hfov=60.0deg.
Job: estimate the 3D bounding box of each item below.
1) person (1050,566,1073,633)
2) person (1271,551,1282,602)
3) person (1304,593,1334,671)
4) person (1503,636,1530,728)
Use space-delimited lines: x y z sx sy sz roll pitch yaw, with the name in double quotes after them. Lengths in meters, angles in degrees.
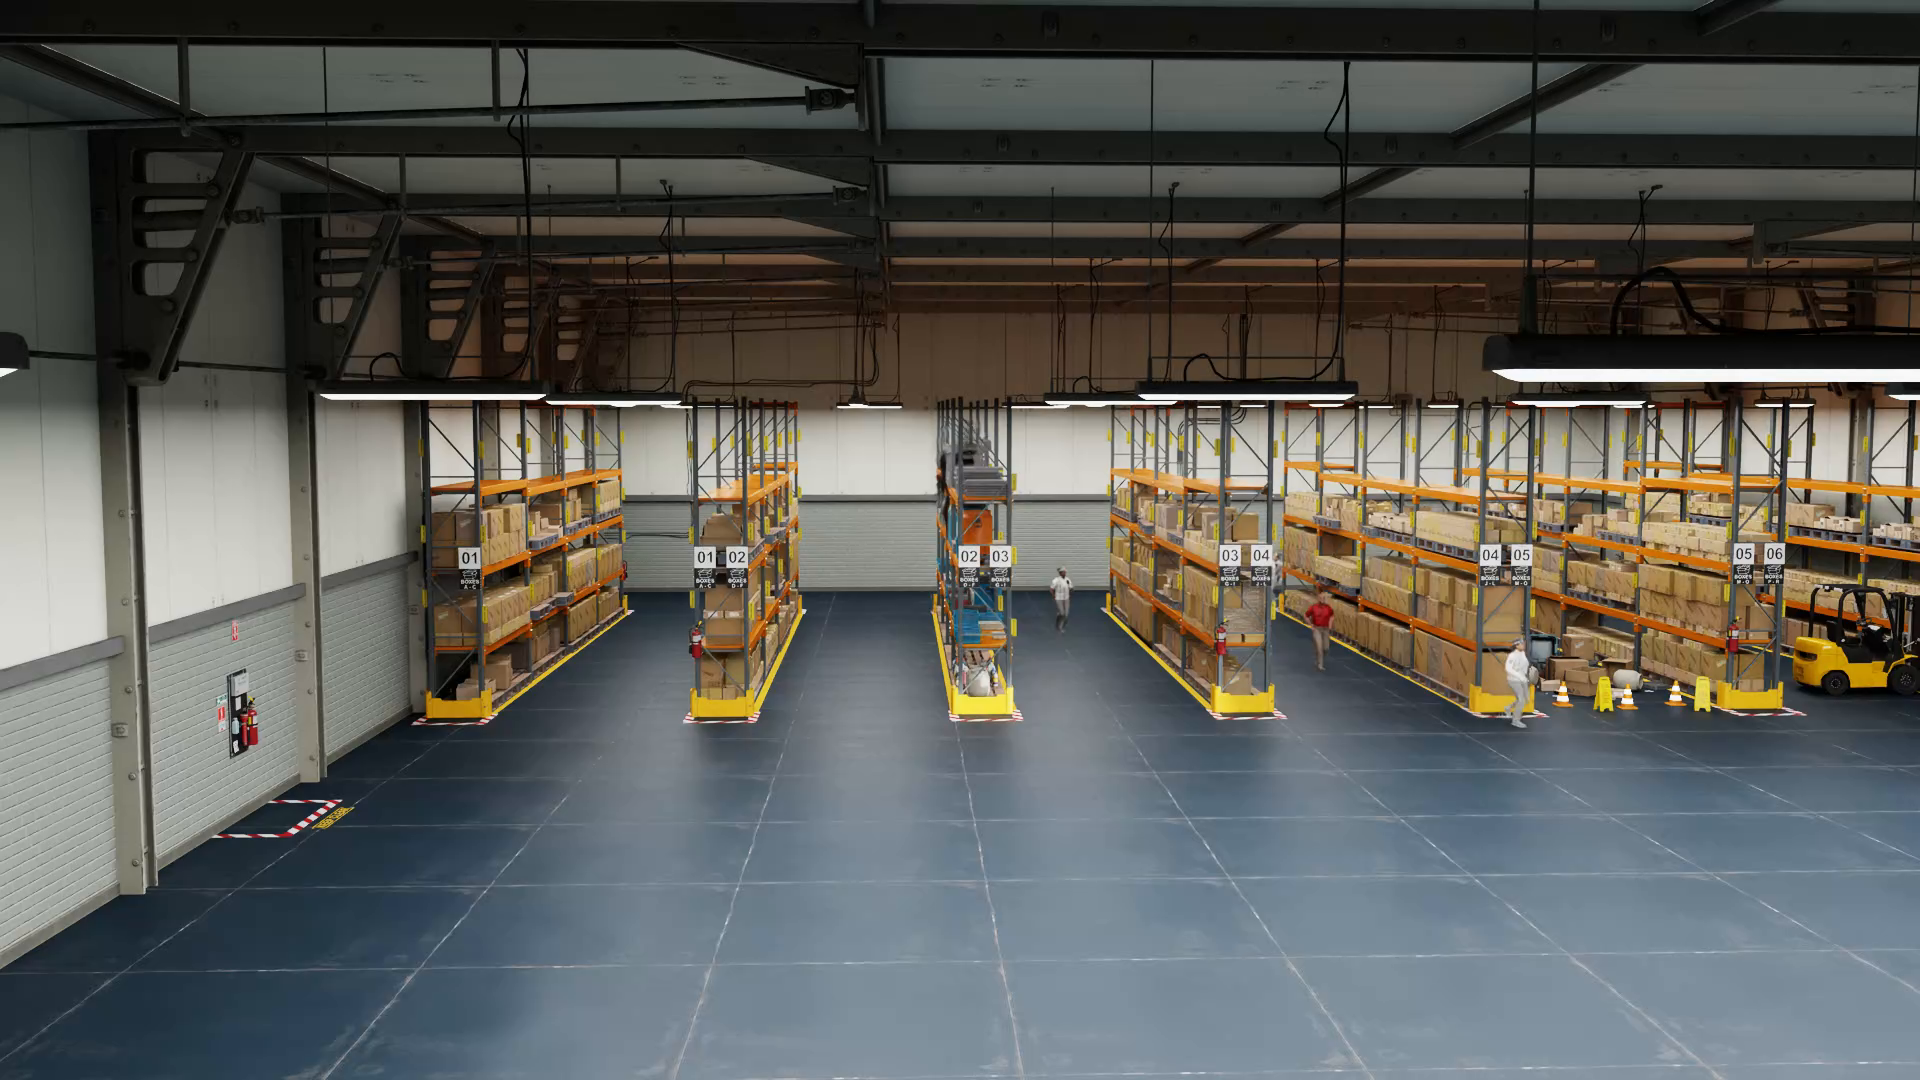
2.521 1.461 40.749 0.574 1.647 0.504 -1 5 -15 "person"
9.190 1.149 48.668 0.560 1.641 0.680 -3 6 -37 "person"
7.987 2.027 36.889 0.690 1.693 0.703 -1 4 -8 "person"
10.116 2.565 30.247 0.626 1.666 0.534 -4 6 -43 "person"
